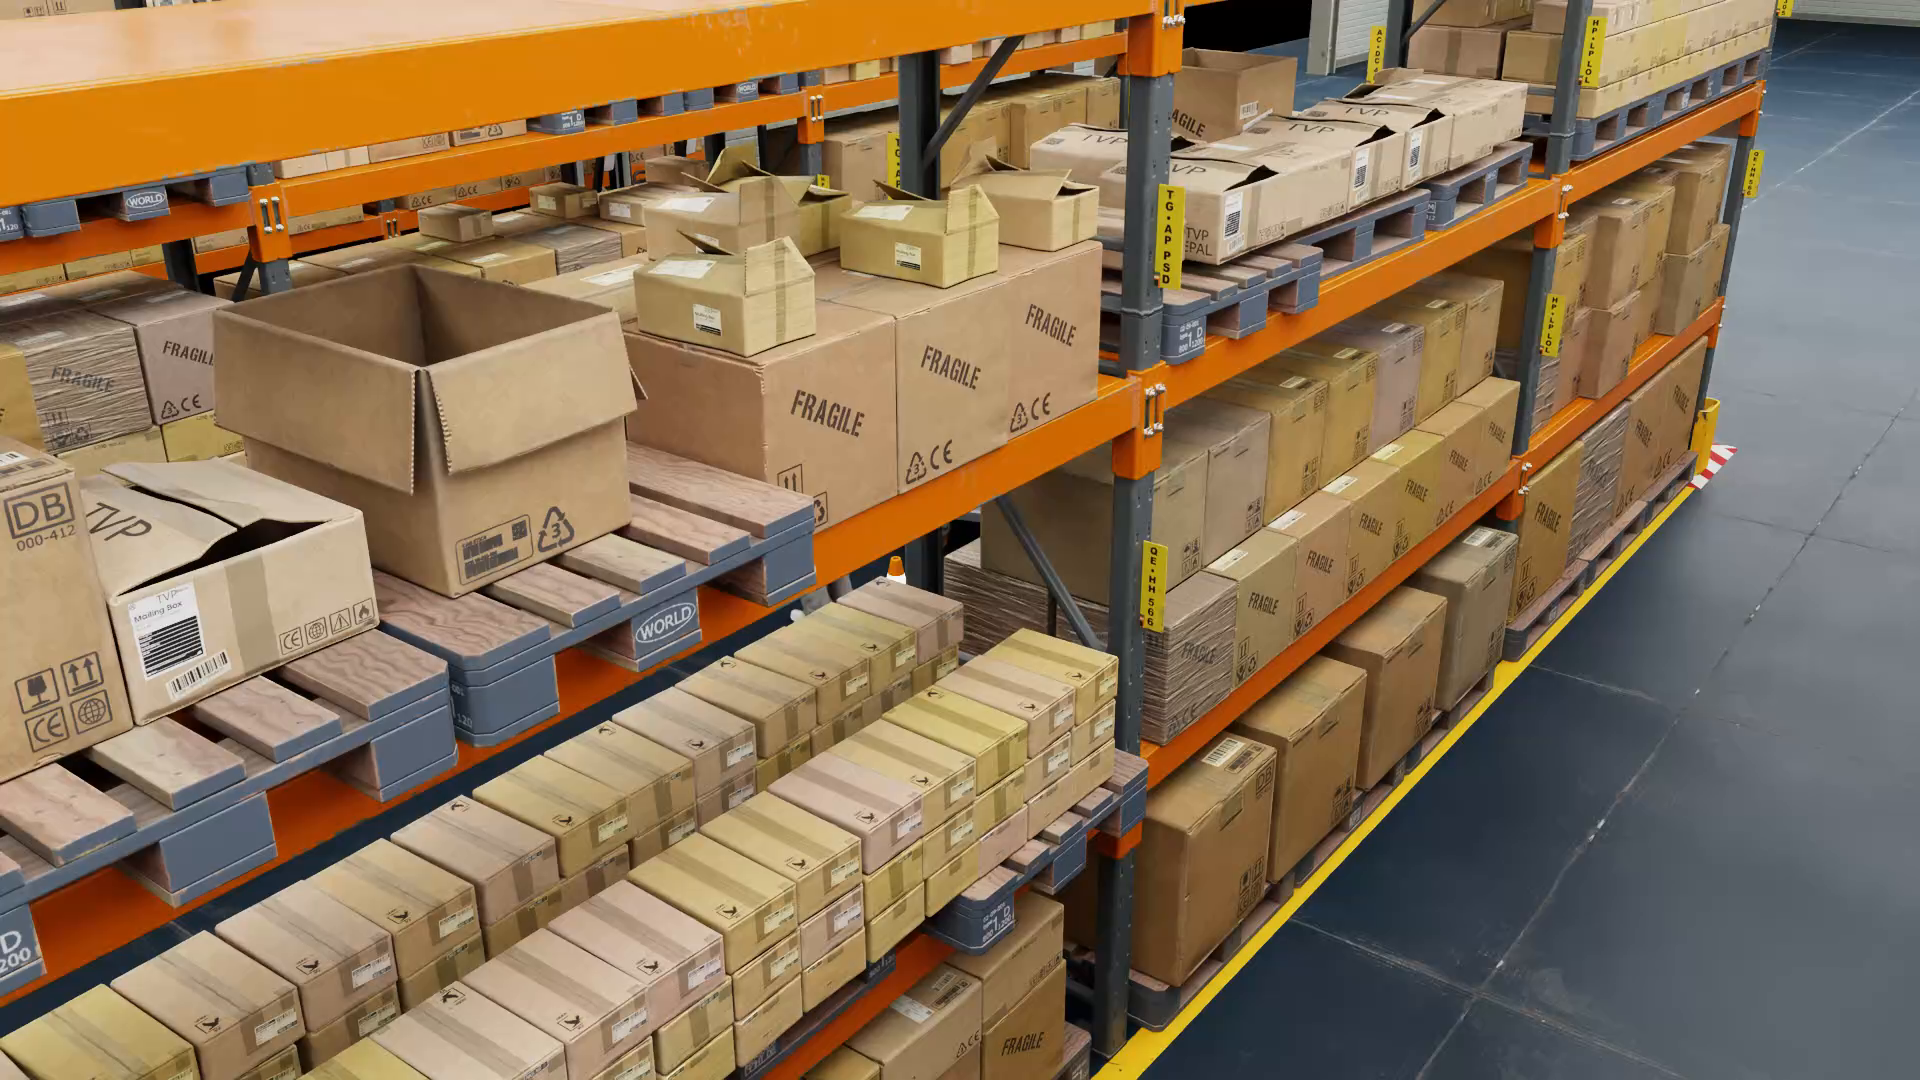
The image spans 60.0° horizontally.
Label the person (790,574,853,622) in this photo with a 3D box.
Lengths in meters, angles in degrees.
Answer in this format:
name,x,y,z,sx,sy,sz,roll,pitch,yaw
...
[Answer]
name,x,y,z,sx,sy,sz,roll,pitch,yaw
person,-0.834,-0.272,9.748,0.350,1.662,0.449,17,29,35
